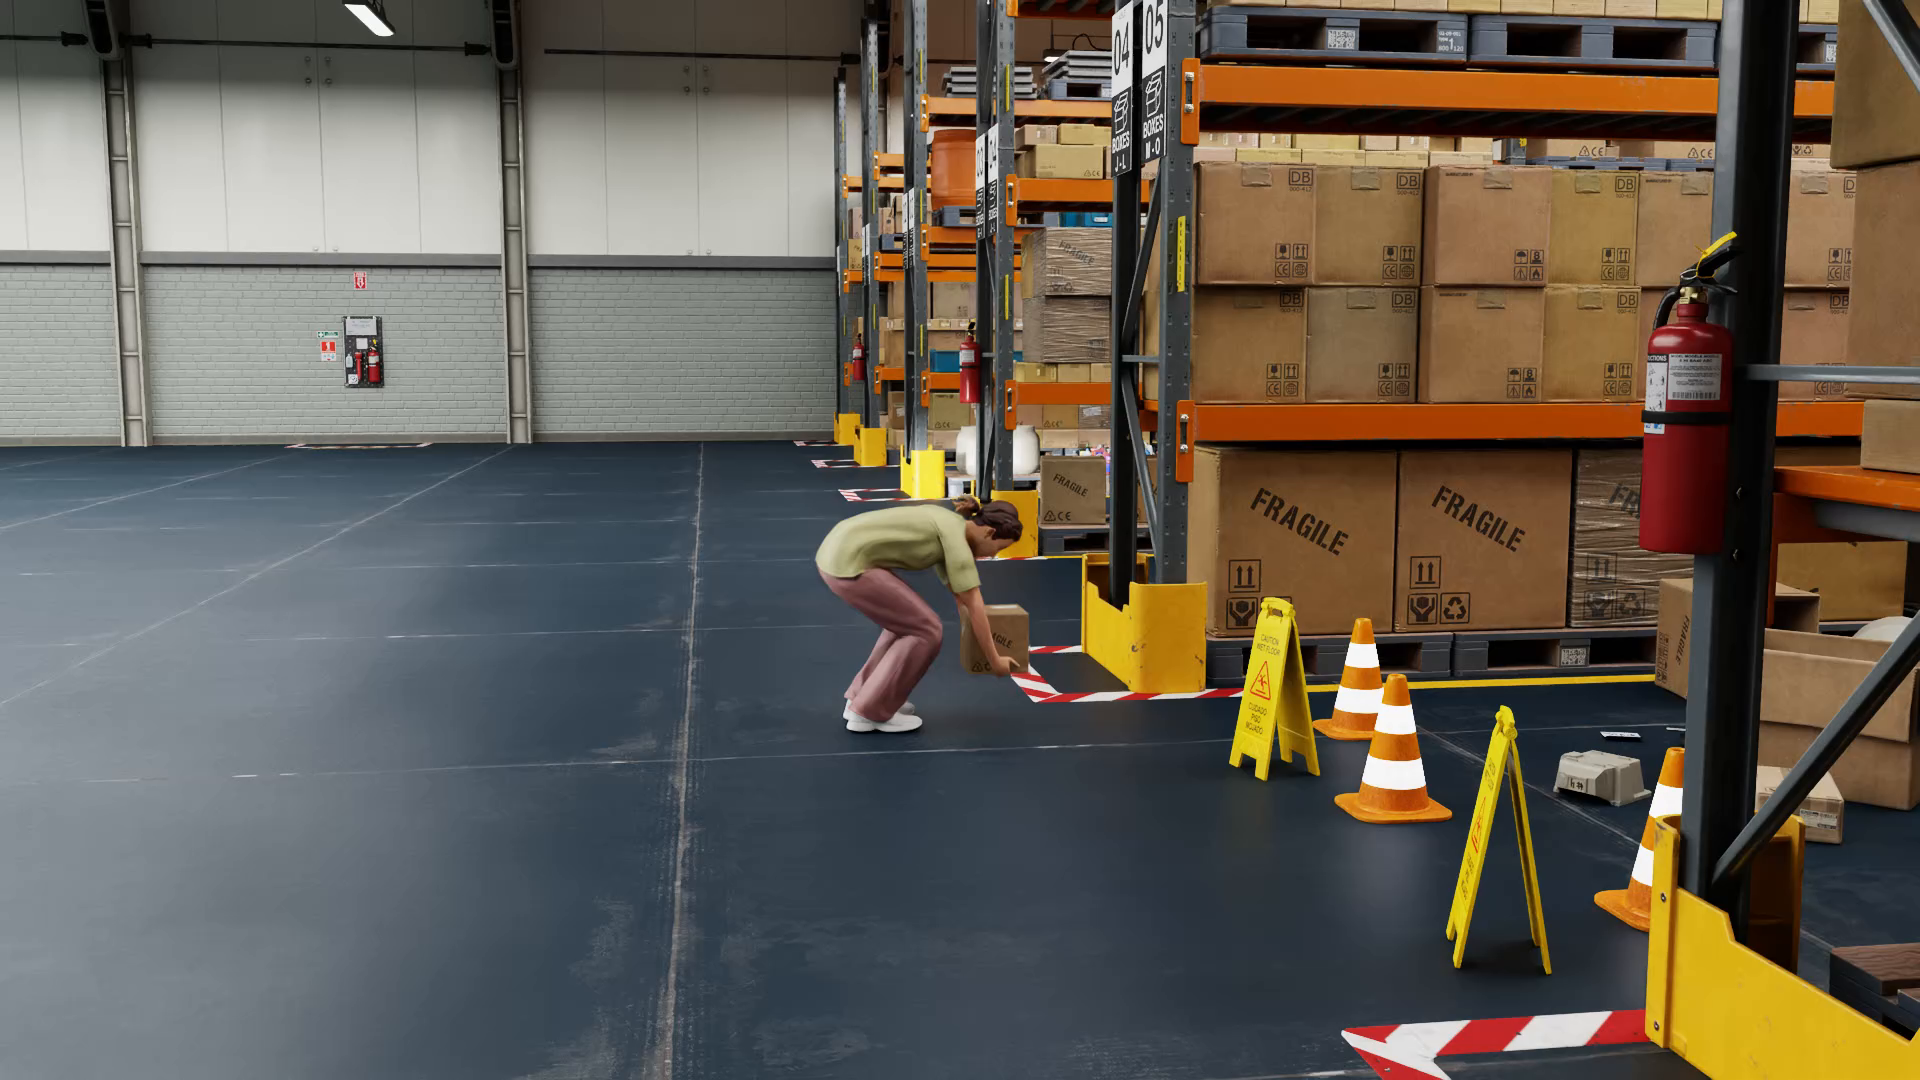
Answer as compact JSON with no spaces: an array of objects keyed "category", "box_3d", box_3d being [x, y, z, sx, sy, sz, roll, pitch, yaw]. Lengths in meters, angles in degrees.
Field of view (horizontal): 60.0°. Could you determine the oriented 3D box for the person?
[{"category":"person","box_3d":[-0.163,0.288,6.904,0.867,0.965,0.475,-1,7,-11]}]
